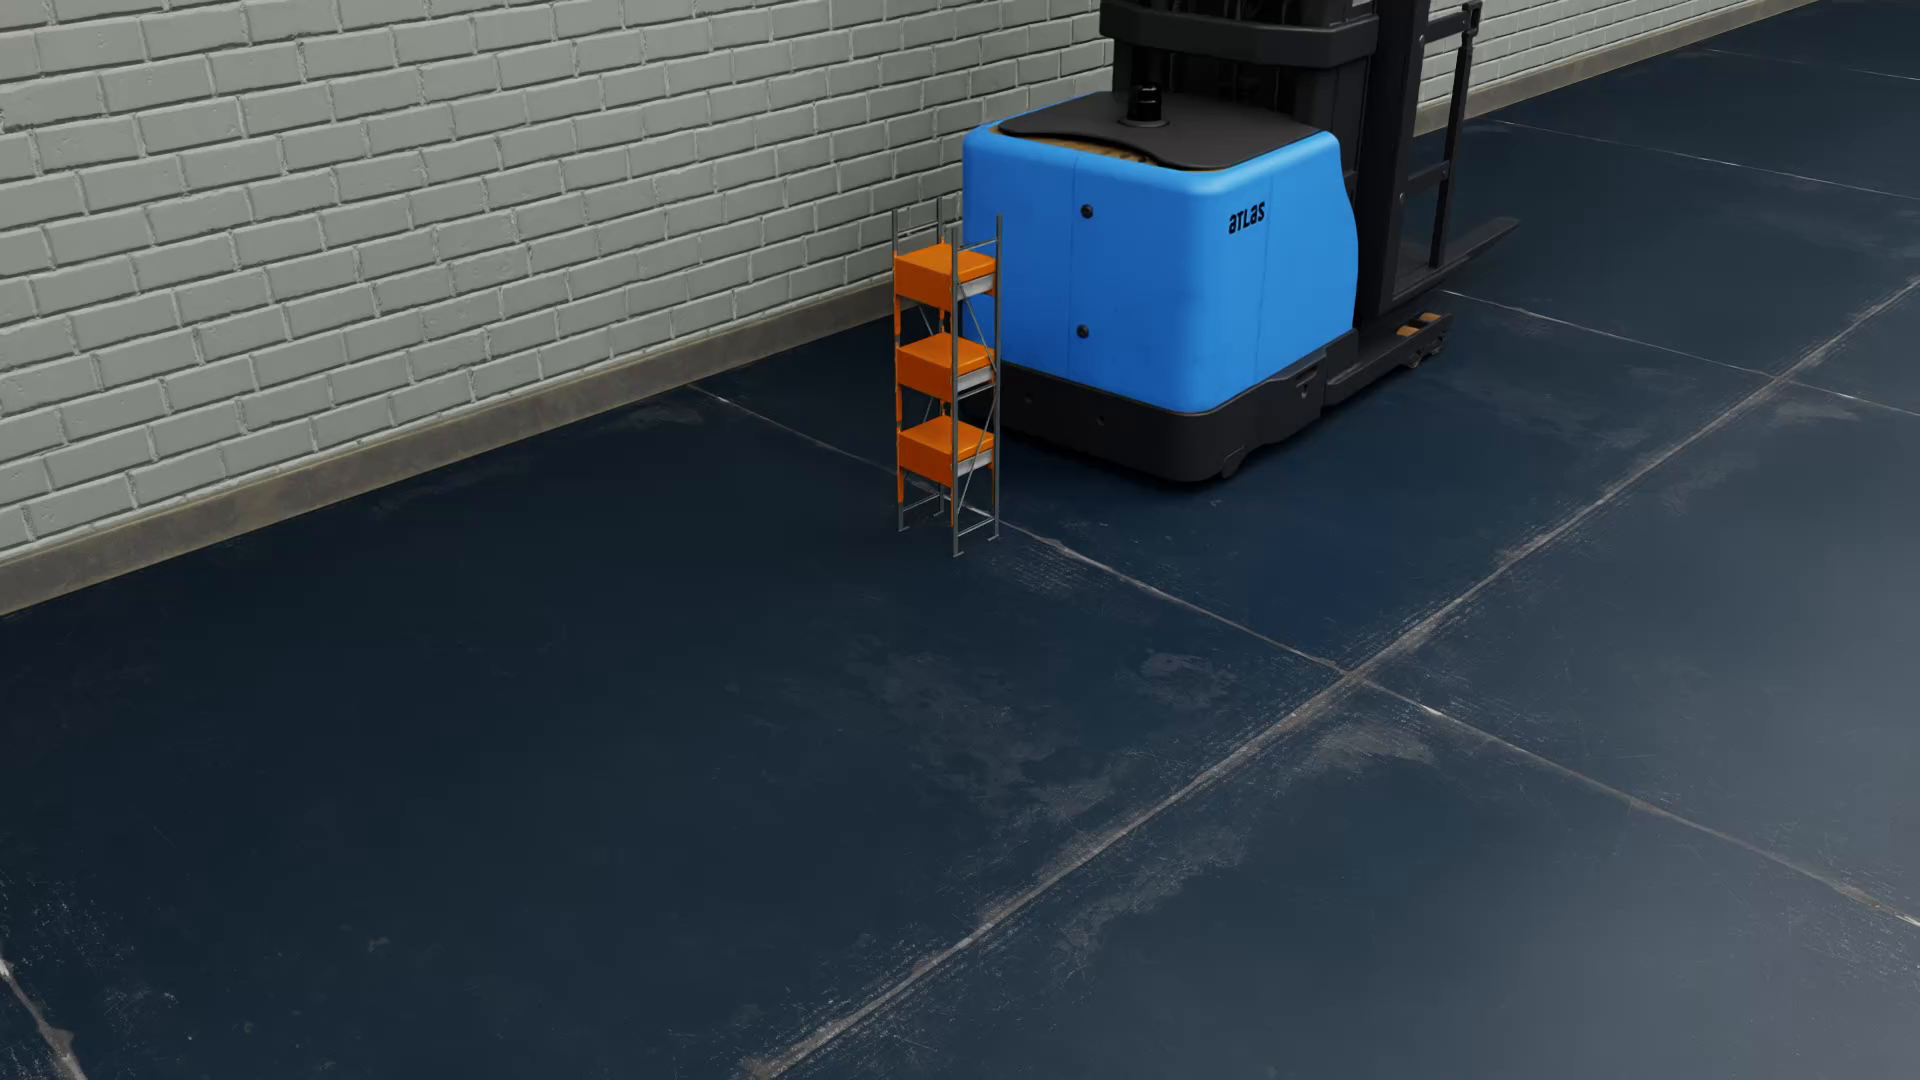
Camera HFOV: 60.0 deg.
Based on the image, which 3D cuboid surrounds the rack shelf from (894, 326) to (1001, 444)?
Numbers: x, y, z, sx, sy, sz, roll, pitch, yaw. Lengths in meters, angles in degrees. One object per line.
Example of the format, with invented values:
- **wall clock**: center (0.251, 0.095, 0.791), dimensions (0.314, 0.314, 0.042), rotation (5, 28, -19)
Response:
- **rack shelf**: center (-0.038, -0.473, 5.044), dimensions (0.240, 0.259, 0.215), rotation (25, 36, 38)

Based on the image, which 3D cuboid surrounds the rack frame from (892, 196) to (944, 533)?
- **rack frame**: center (-0.125, -0.522, 5.115), dimensions (0.008, 1.050, 0.200), rotation (25, 36, 38)

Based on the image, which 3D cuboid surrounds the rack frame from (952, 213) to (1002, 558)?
- **rack frame**: center (0.049, -0.442, 4.963), dimensions (0.008, 1.050, 0.200), rotation (25, 36, 38)

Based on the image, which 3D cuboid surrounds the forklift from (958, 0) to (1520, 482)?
- **forklift**: center (1.316, -2.102, 6.098), dimensions (1.130, 2.935, 3.031), rotation (21, 34, 34)

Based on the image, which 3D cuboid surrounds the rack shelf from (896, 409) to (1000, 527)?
- **rack shelf**: center (-0.038, -0.227, 5.173), dimensions (0.240, 0.259, 0.215), rotation (25, 36, 38)

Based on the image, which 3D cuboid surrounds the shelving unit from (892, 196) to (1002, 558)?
- **shelving unit**: center (-0.038, -0.482, 5.039), dimensions (0.252, 1.050, 0.215), rotation (25, 36, 38)

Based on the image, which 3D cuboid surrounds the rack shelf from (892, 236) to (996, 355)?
- **rack shelf**: center (-0.038, -0.724, 4.912), dimensions (0.240, 0.259, 0.215), rotation (25, 36, 38)
